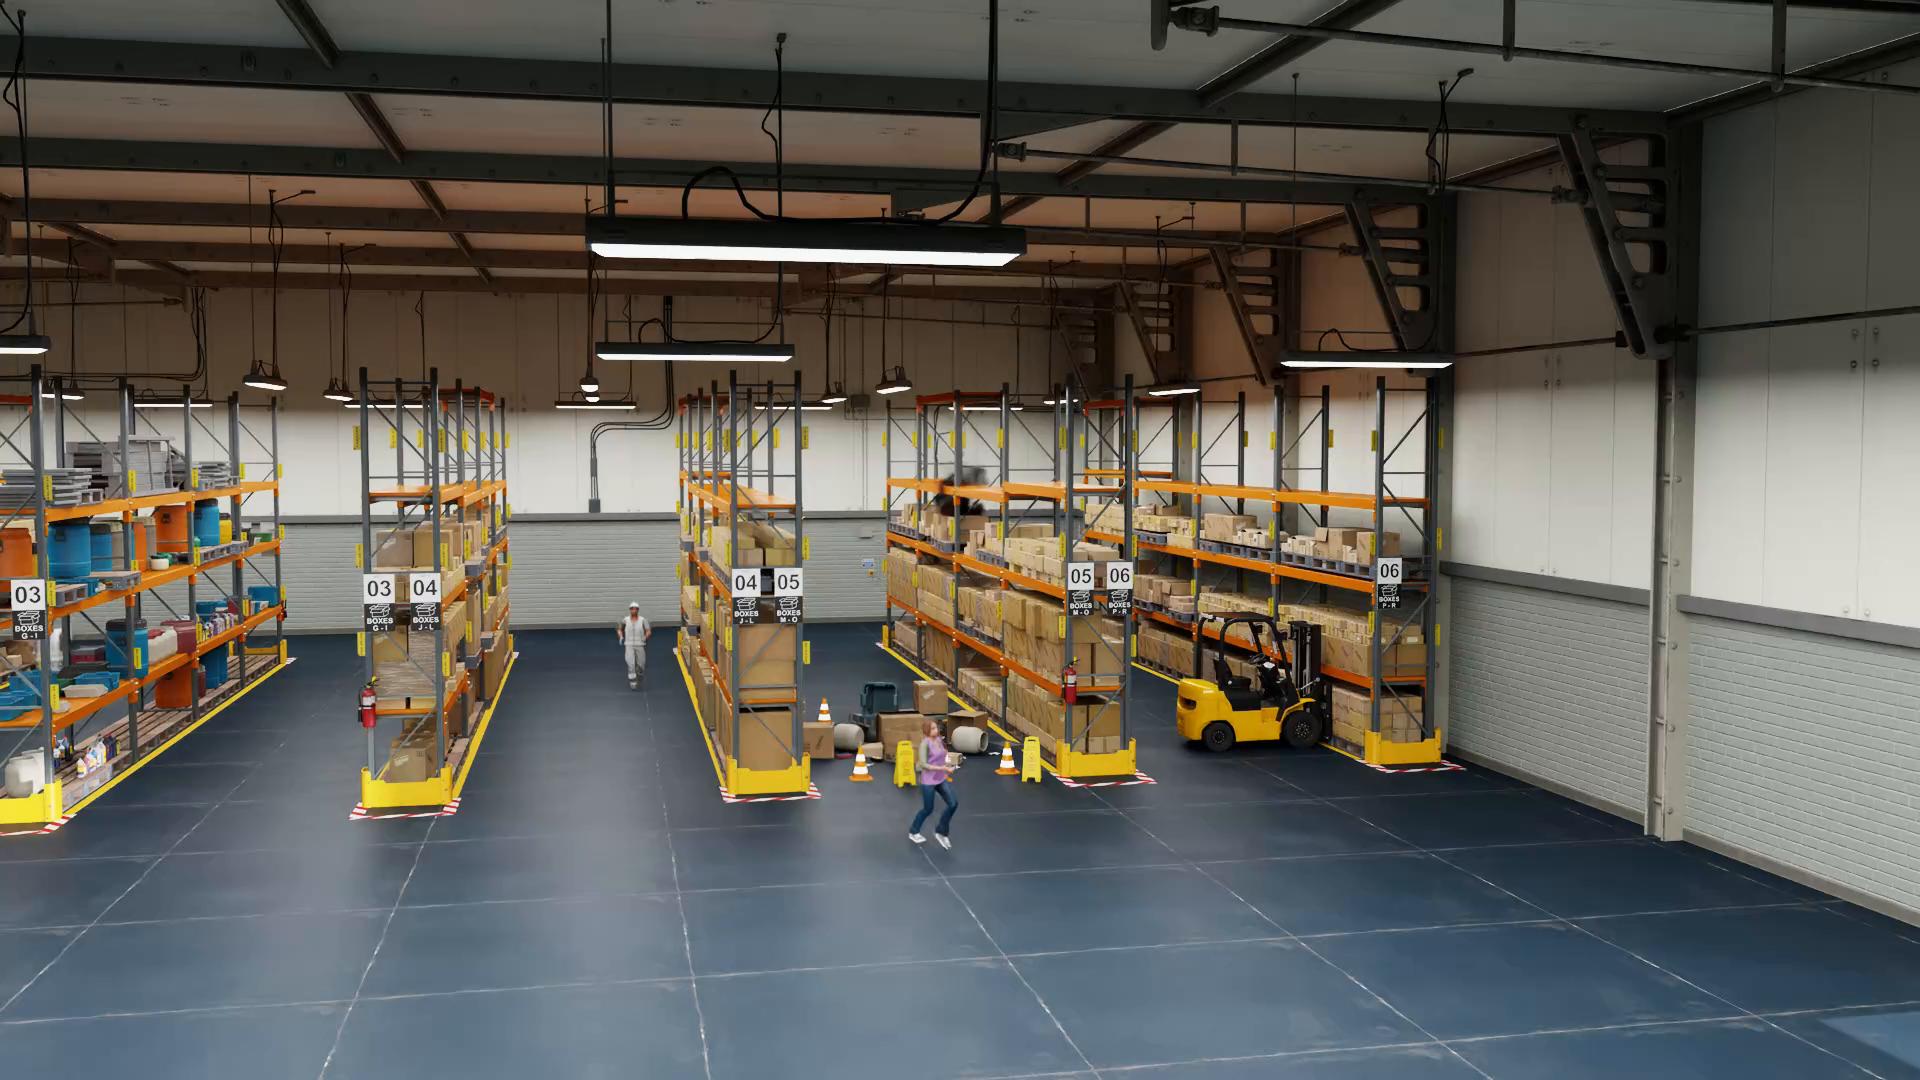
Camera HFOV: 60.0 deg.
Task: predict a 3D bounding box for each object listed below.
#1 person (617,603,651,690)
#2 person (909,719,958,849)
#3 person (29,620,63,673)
[{"bbox_3d":[-6.570,2.136,33.528,0.661,1.745,0.754,-1,3,-10],"label":"person"},{"bbox_3d":[-0.327,3.007,20.496,0.690,1.598,0.546,3,4,39],"label":"person"},{"bbox_3d":[-17.042,2.272,31.091,0.669,1.737,0.589,-1,4,-20],"label":"person"}]
